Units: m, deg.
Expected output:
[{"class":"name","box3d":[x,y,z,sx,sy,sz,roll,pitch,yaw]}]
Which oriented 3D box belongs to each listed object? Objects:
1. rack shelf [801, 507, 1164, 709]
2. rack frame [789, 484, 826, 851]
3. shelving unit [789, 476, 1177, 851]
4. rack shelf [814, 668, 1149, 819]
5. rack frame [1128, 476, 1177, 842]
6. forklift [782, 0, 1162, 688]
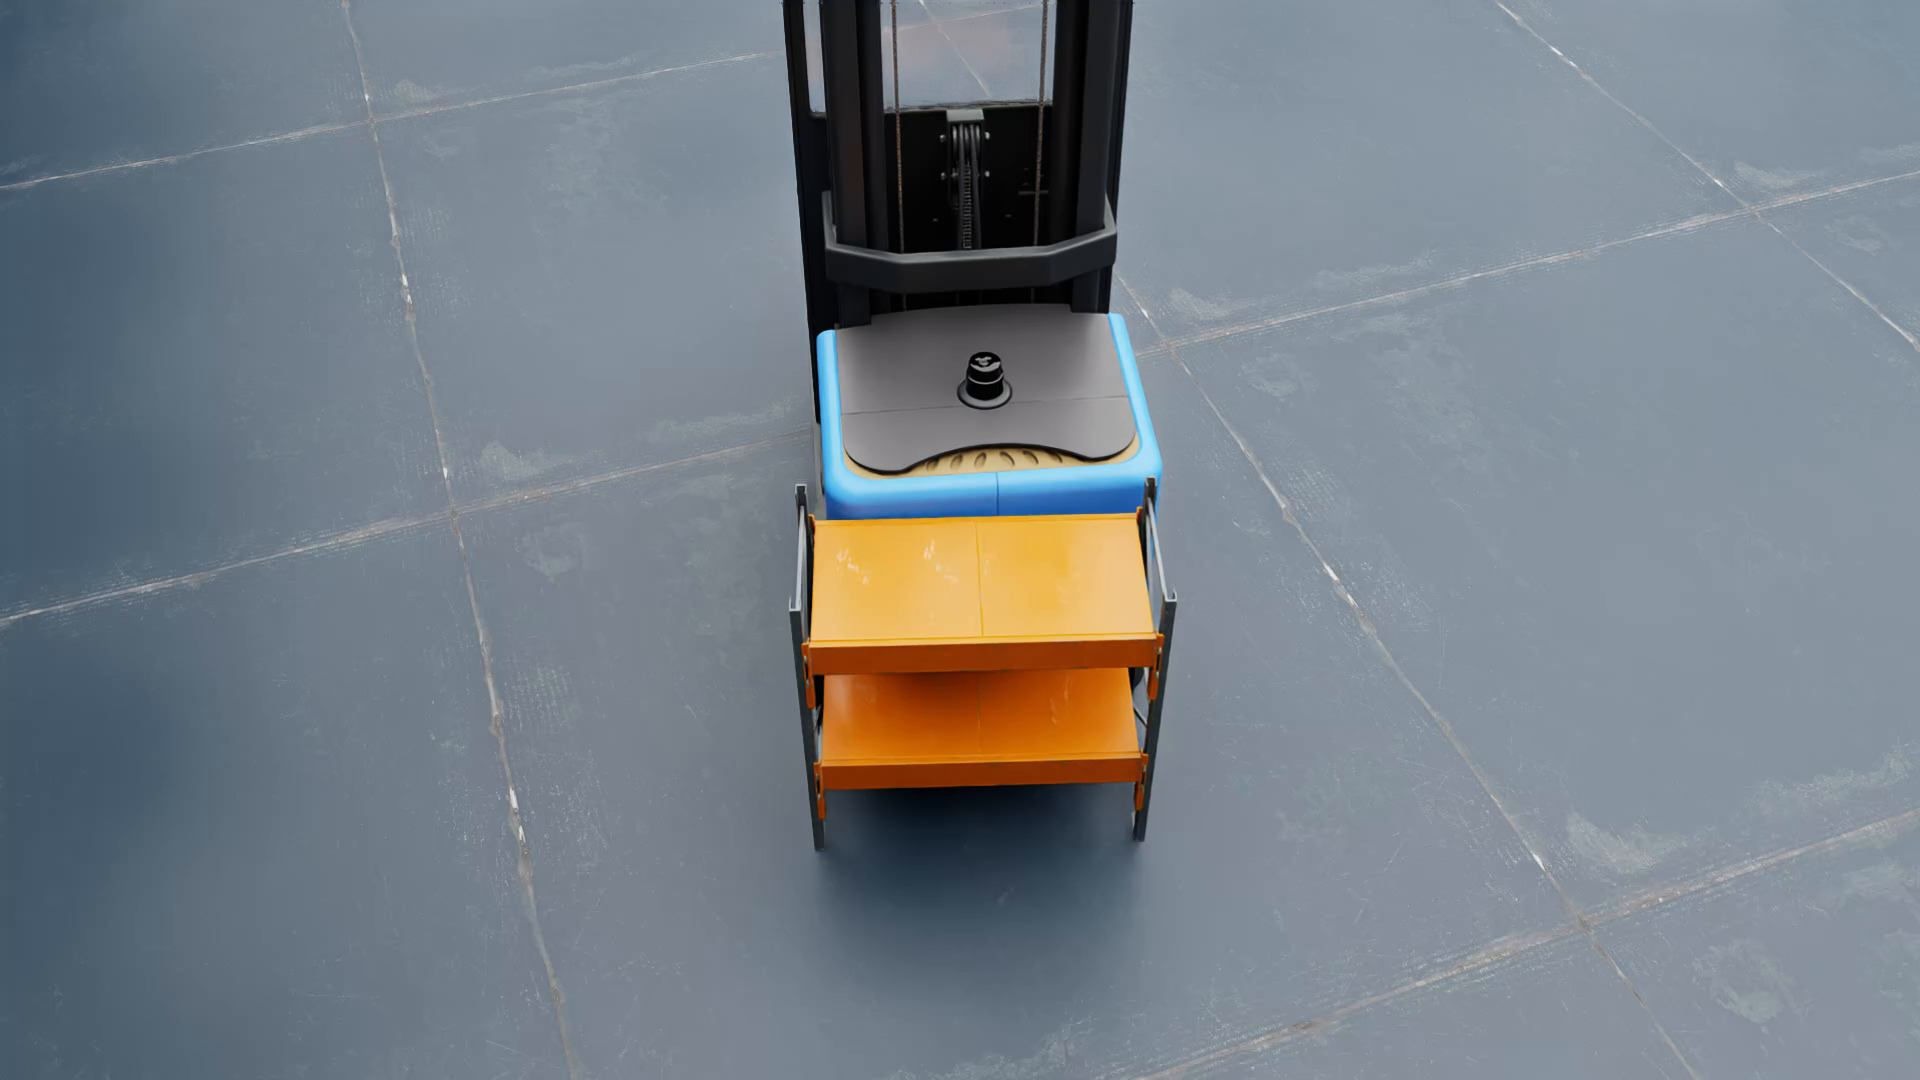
[{"class":"rack shelf","box3d":[0.056,0.192,4.851,1.000,0.278,0.538,-1,45,-1]},{"class":"rack frame","box3d":[-0.453,0.411,5.046,0.032,1.125,0.500,-1,45,-1]},{"class":"shelving unit","box3d":[0.056,0.399,5.058,1.048,1.125,0.538,-1,45,-1]},{"class":"rack shelf","box3d":[0.056,0.571,5.232,1.000,0.278,0.538,-1,45,-1]},{"class":"rack frame","box3d":[0.564,0.387,5.070,0.032,1.125,0.500,-1,45,-1]},{"class":"forklift","box3d":[-0.031,-1.499,5.675,1.130,2.935,3.031,-4,45,-4]}]
